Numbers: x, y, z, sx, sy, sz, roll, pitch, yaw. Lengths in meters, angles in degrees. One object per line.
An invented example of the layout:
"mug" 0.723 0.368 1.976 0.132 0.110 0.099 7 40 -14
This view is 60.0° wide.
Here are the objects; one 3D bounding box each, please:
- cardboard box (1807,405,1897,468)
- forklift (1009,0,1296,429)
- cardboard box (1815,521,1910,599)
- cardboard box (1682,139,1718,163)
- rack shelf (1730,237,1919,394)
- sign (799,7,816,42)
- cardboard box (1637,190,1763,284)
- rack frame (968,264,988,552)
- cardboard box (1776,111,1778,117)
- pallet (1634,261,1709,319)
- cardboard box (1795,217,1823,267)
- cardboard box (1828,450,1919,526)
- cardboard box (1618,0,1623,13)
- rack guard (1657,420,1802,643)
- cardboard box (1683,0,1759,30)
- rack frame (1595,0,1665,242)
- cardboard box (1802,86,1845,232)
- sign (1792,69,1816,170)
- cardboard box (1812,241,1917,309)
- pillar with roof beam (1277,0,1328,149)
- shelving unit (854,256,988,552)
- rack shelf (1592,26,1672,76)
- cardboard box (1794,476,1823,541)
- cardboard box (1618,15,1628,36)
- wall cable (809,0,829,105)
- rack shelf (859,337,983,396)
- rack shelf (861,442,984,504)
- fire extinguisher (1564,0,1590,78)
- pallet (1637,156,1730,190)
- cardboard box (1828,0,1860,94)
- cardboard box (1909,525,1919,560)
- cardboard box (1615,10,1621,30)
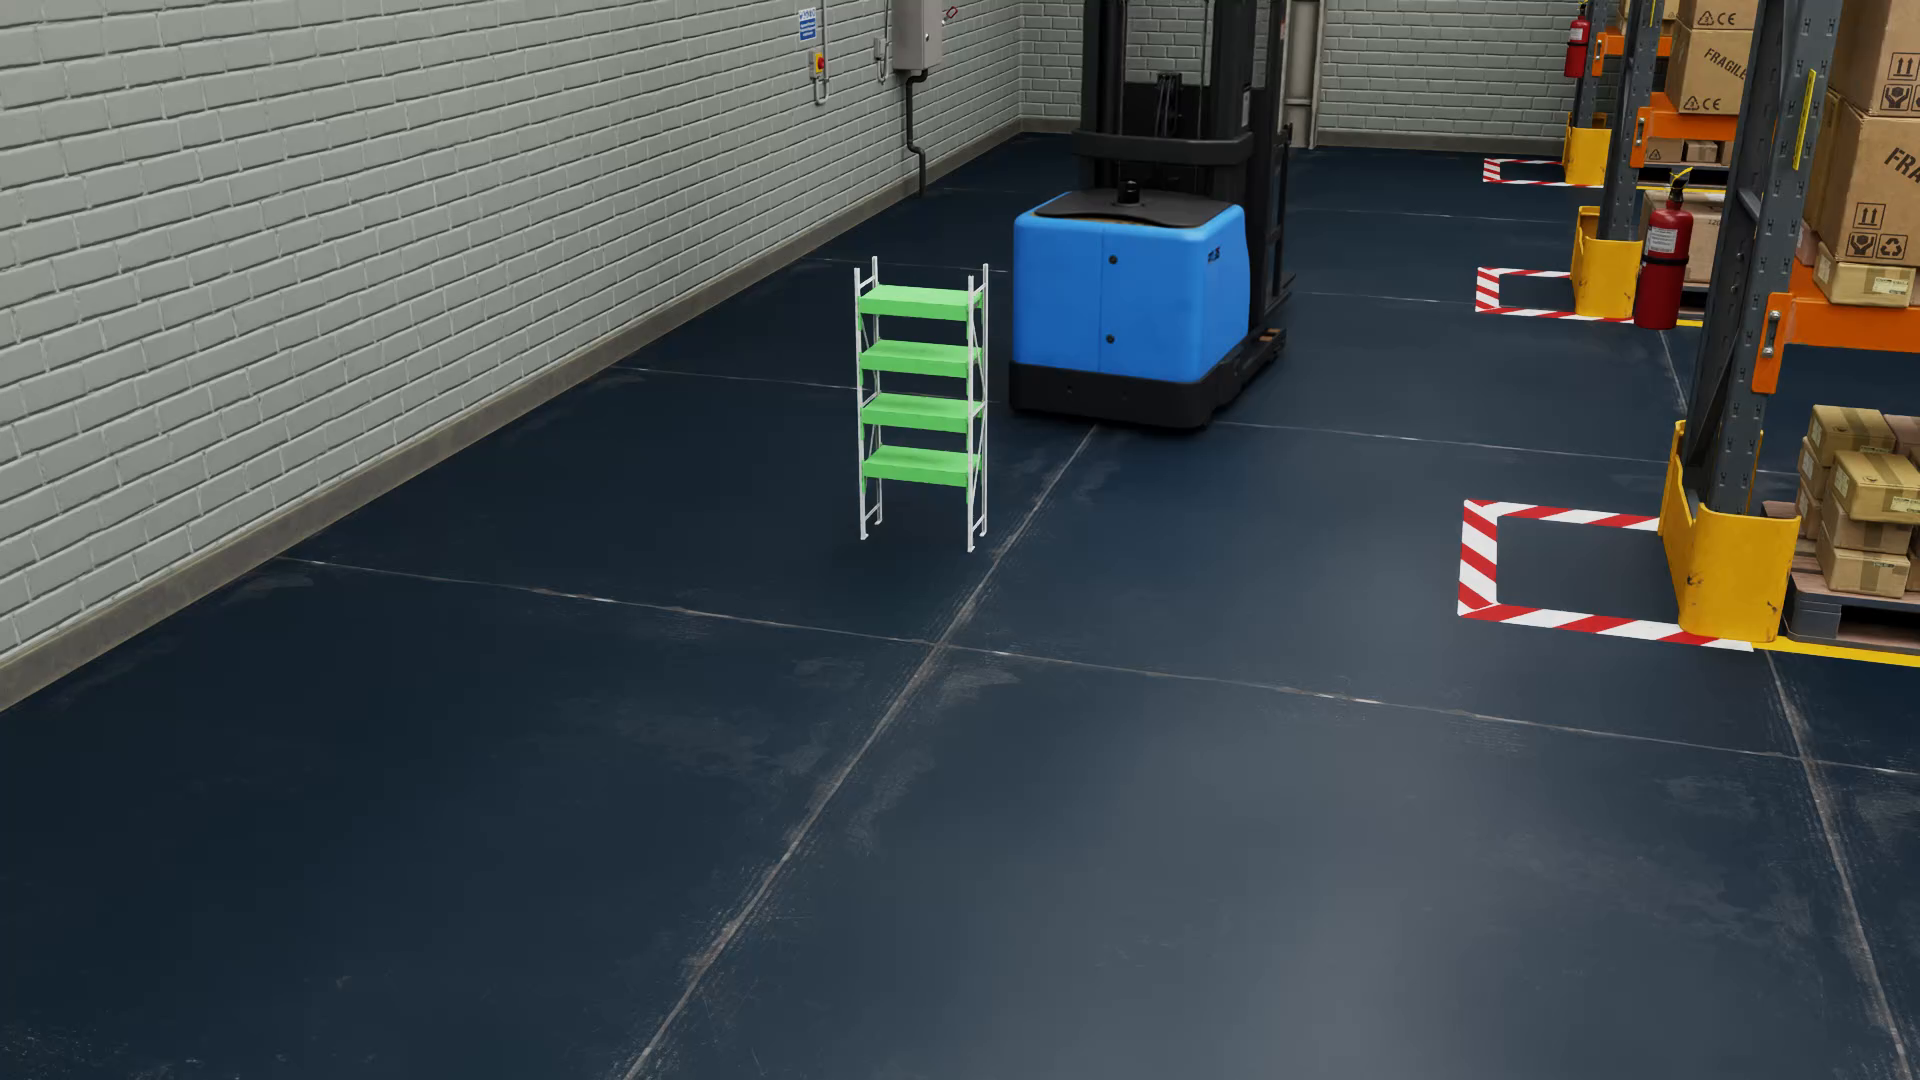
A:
"cardboard box" 3.613 -0.414 6.745 0.250 0.149 0.380 7 23 16
"forklift" 1.310 -2.449 9.378 1.130 2.935 3.031 9 24 22
"cardboard box" 3.442 0.069 6.351 0.250 0.149 0.380 7 23 17
"cardboard box" 6.750 -3.556 15.189 0.250 0.149 0.380 6 23 13
"rack shelf" 4.947 -0.677 5.916 4.000 0.370 1.077 7 23 16
"sign" -1.112 -3.762 12.134 0.001 0.218 0.327 7 23 16
"cardboard box" 5.026 -2.011 11.044 0.875 0.438 0.875 6 23 14
"rack frame" 0.075 -0.547 7.021 0.015 1.200 0.240 7 23 16
"cardboard box" 5.235 -2.883 10.213 0.500 0.500 0.500 6 23 15
"pallet" 5.154 -1.689 11.110 1.213 0.211 1.003 7 23 16
"cardboard box" 3.426 -1.180 6.525 0.250 0.149 0.380 7 23 16
"cardboard box" 3.436 -0.199 6.221 0.250 0.149 0.380 5 23 13
"cardboard box" 6.313 -4.957 15.207 0.500 0.250 0.500 7 23 17
"rack guard" 3.105 -0.064 6.768 0.348 0.500 1.175 7 23 16
"cardboard box" 4.743 -3.391 10.136 0.500 0.500 0.500 6 23 14
"rack frame" 4.366 -3.039 10.725 0.127 3.000 1.000 7 23 16
"cardboard box" 3.537 -1.457 6.346 0.500 0.500 0.500 7 23 17
"sign" 2.876 -1.432 5.669 0.005 0.325 0.100 7 23 16
"cardboard box" 3.248 -0.958 5.984 0.250 0.149 0.380 6 23 15
"pillar with roof beam" 2.231 -6.677 11.690 0.400 9.000 9.100 7 23 16
"shelving unit" -0.158 -0.573 7.087 0.503 1.200 0.258 7 23 16
"rack shelf" 7.711 -4.290 14.725 4.000 0.370 1.077 7 23 16
"cardboard box" 3.597 -0.122 6.819 0.250 0.149 0.380 7 23 16
"cardboard box" 6.031 -4.590 14.840 0.250 0.149 0.380 6 23 15
"wall cable" -1.039 -4.133 12.013 0.123 1.953 0.585 7 23 16
"rack shelf" -0.158 -0.736 7.020 0.480 0.148 0.258 7 23 16
"rack shelf" -0.158 -0.292 7.202 0.480 0.148 0.258 7 23 16
"fire extinguisher" 5.522 -4.482 14.838 0.183 0.674 0.296 7 23 16
"pallet" 6.632 -3.457 15.420 1.213 0.211 1.003 7 23 16
"cardboard box" 3.543 -1.916 6.147 0.500 0.500 0.500 6 23 14
"cardboard box" 3.706 -0.041 6.228 0.250 0.149 0.380 6 23 15
"cardboard box" 6.191 -4.787 15.320 0.250 0.149 0.380 6 23 15
